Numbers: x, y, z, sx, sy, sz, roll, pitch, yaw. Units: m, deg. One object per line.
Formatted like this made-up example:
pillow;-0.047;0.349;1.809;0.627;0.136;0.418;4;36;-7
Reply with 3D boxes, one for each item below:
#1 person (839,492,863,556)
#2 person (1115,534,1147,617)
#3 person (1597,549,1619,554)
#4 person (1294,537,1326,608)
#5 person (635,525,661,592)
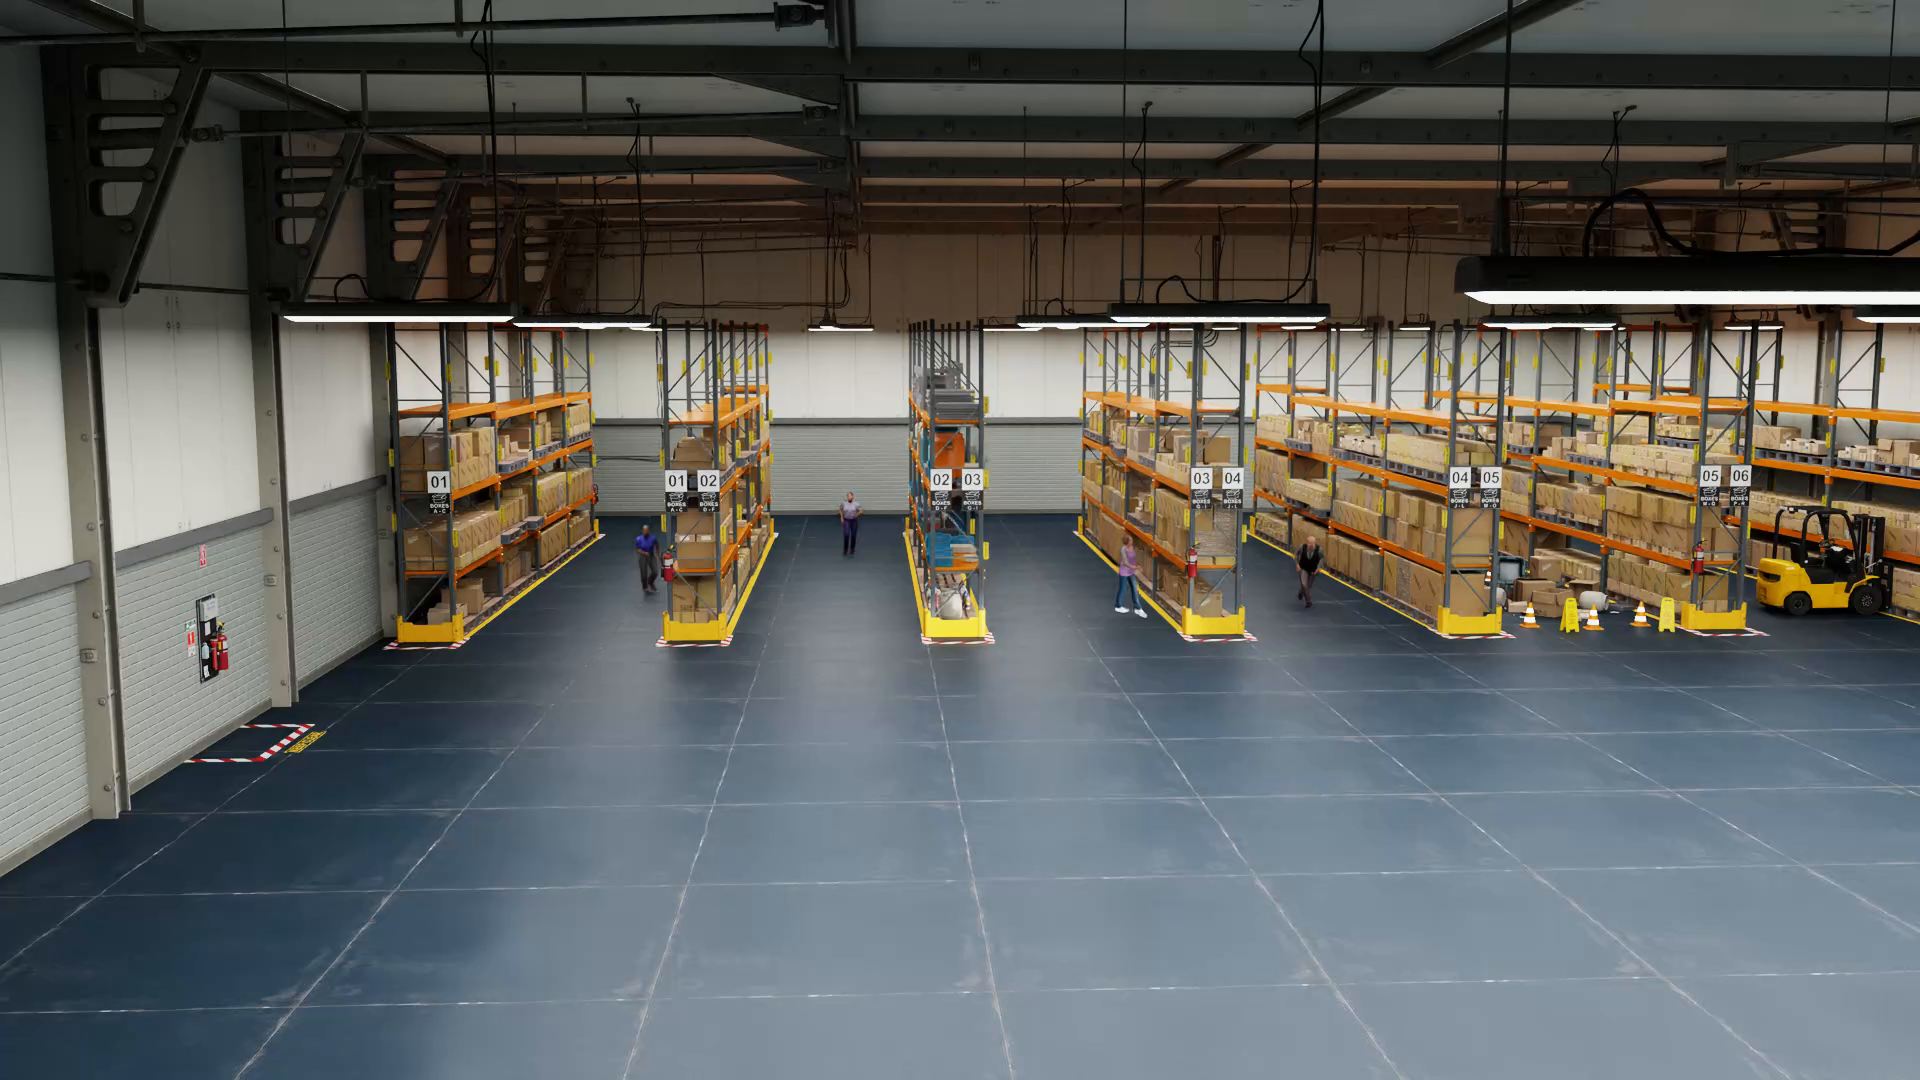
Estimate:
person;-2.832;-0.413;43.213;0.602;1.684;0.720;-1;7;-6
person;3.251;0.675;32.115;0.514;1.613;0.683;-7;10;-43
person;16.992;-0.426;43.416;0.608;1.618;0.735;-4;8;-27
person;7.355;0.639;35.097;0.646;1.530;1.078;1;7;4
person;-6.885;0.422;36.717;0.586;1.545;0.824;-2;7;-18
